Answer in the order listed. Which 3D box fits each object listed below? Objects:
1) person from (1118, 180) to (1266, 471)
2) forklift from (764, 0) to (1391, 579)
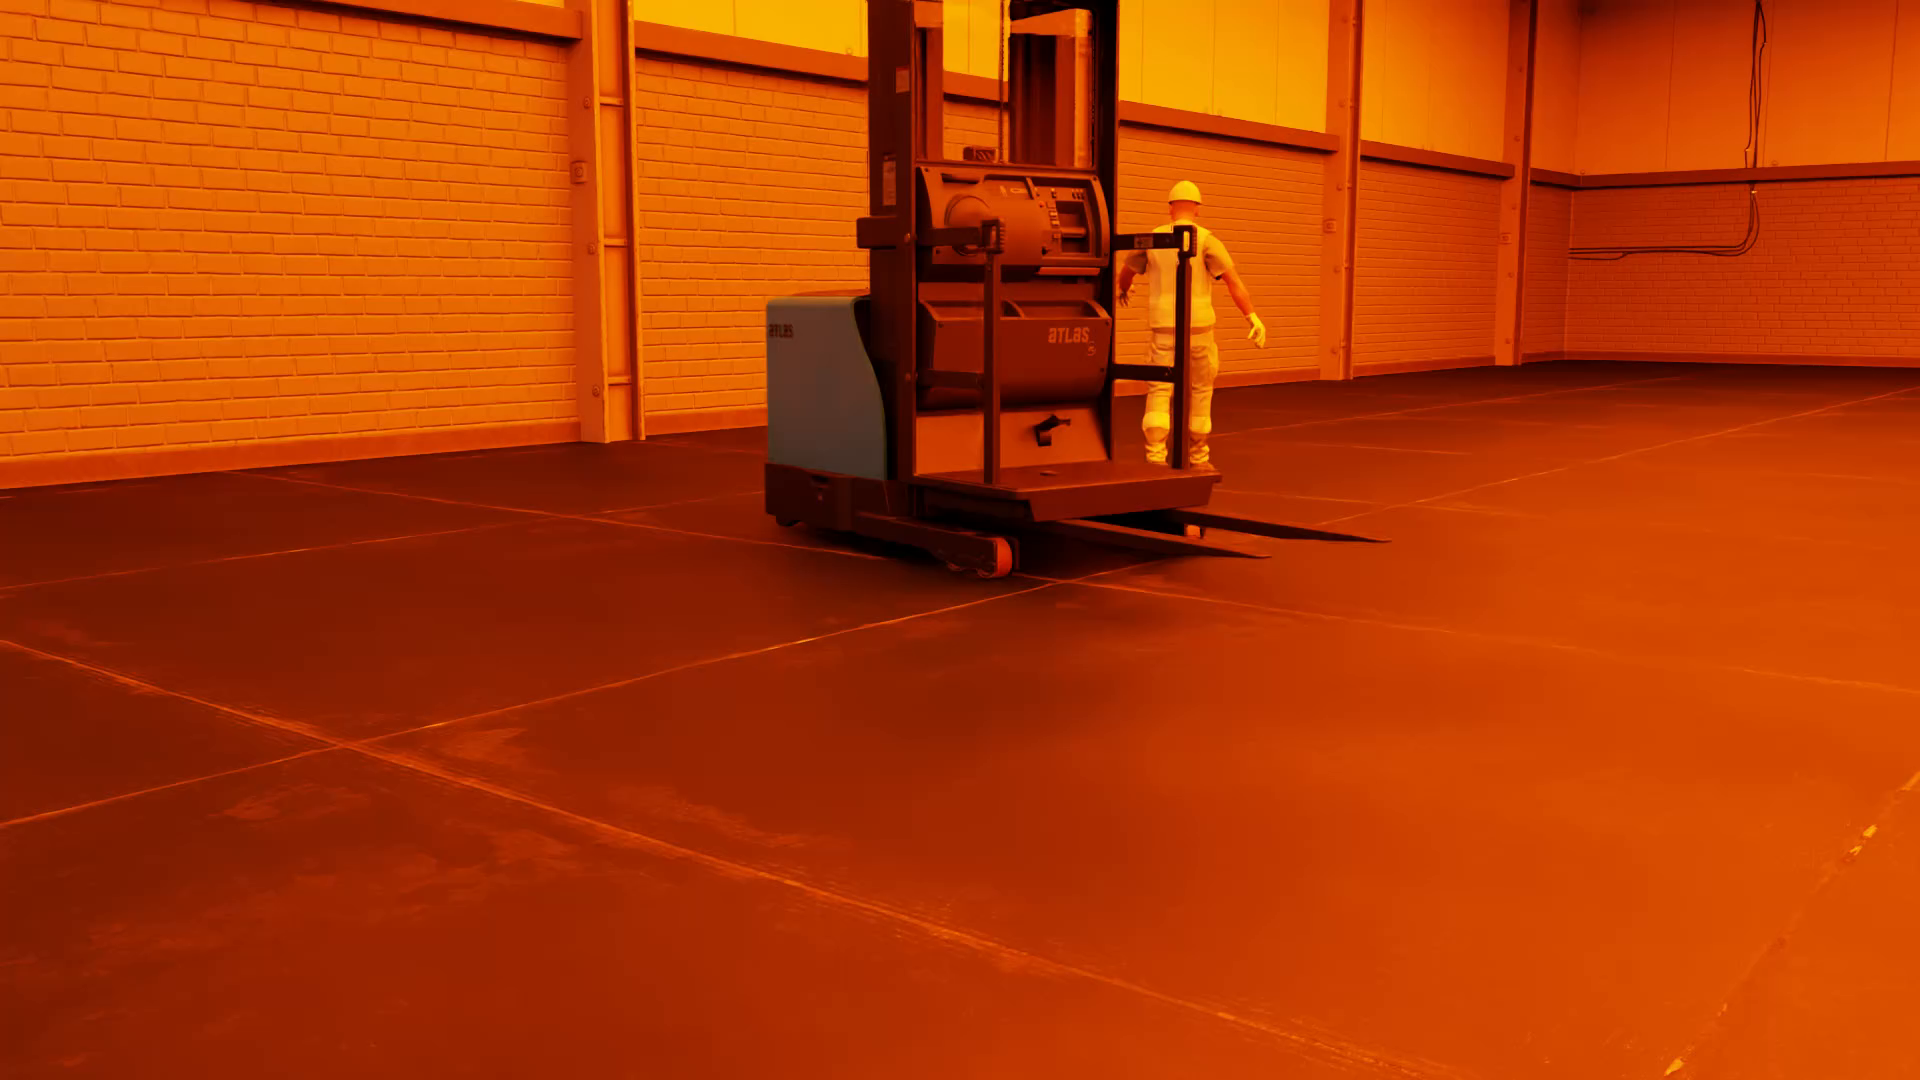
[{"bbox_3d":[1.371,-1.265,10.016,0.996,1.762,0.762,3,9,19],"label":"person"},{"bbox_3d":[0.363,-1.379,6.707,1.130,2.935,3.031,-6,10,-36],"label":"forklift"}]
